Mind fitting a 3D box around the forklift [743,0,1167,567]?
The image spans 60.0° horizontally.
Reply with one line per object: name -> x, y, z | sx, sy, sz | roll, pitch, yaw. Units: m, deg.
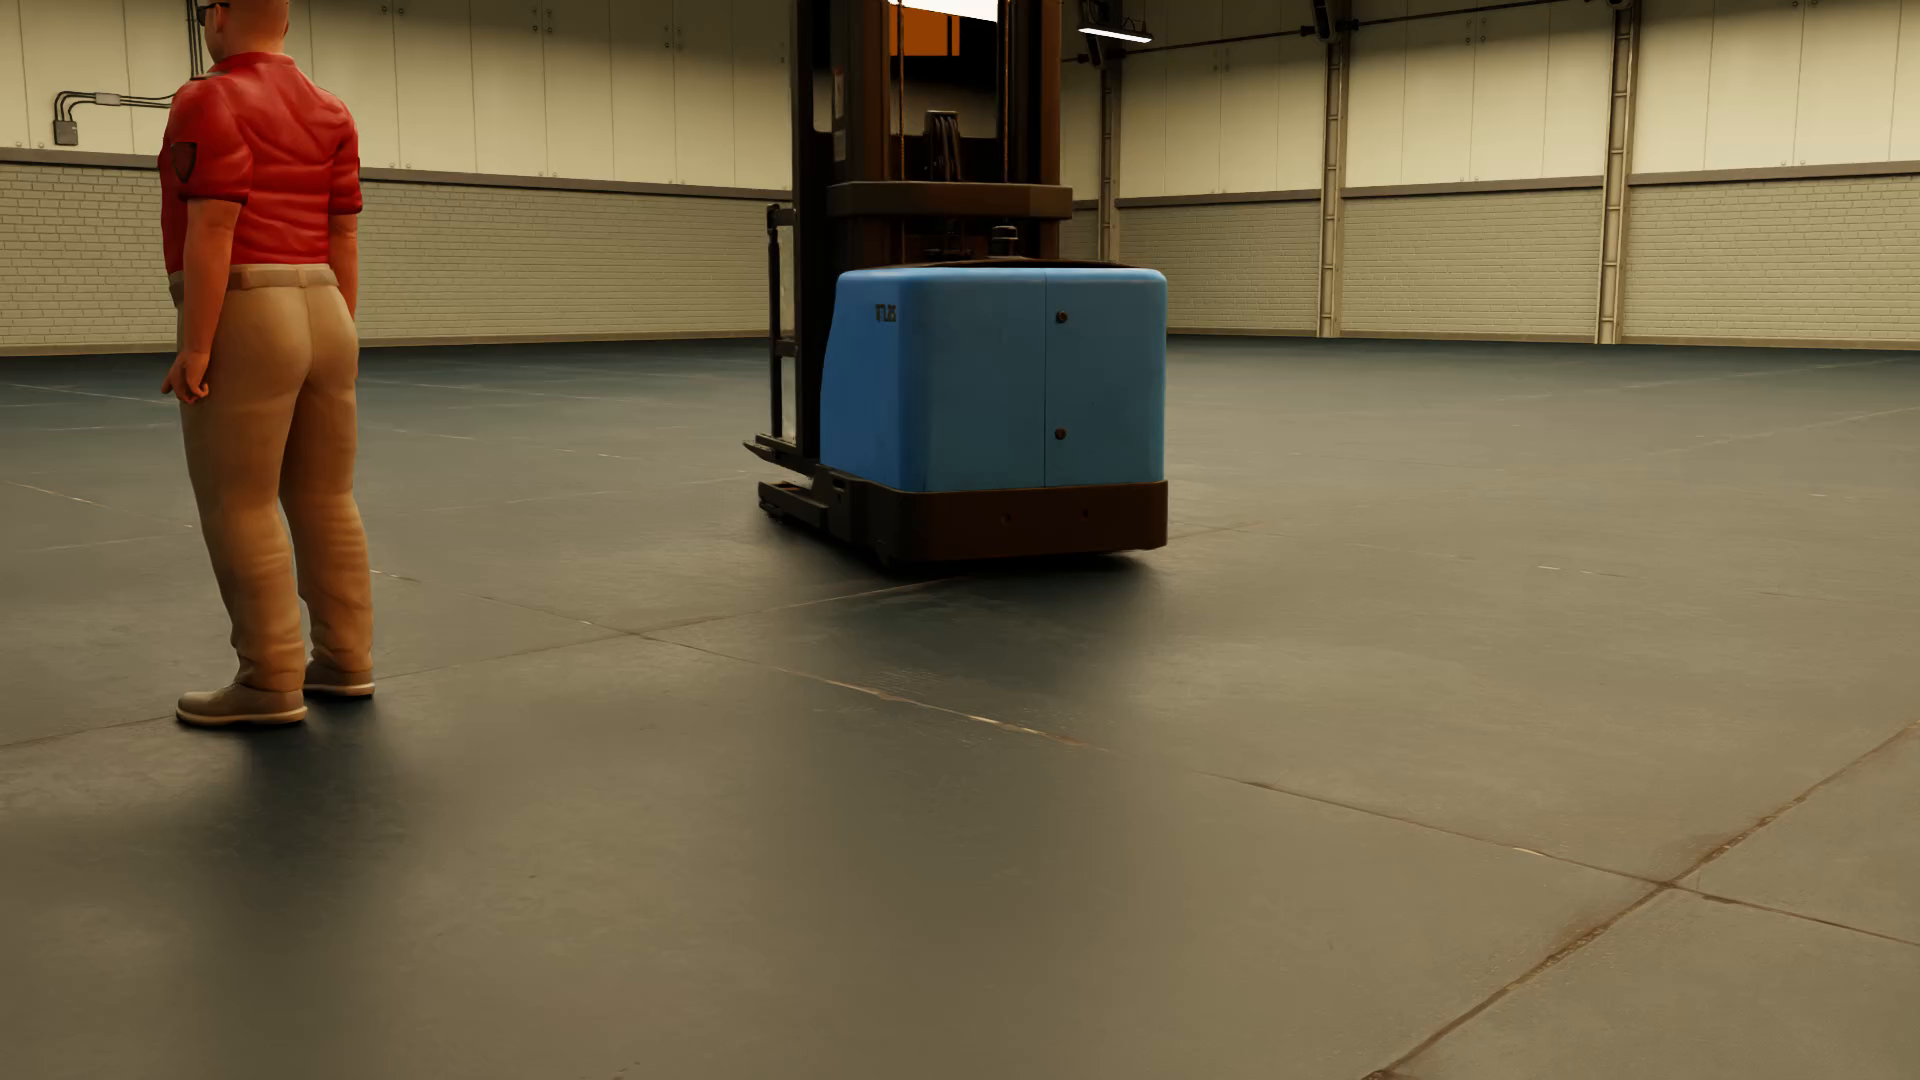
forklift -> -0.247, -1.536, 7.072 | 1.130, 2.935, 3.031 | -3, 9, -21

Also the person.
person -> -1.640, -0.447, 3.887 | 0.369, 1.730, 0.532 | 3, 9, 21
